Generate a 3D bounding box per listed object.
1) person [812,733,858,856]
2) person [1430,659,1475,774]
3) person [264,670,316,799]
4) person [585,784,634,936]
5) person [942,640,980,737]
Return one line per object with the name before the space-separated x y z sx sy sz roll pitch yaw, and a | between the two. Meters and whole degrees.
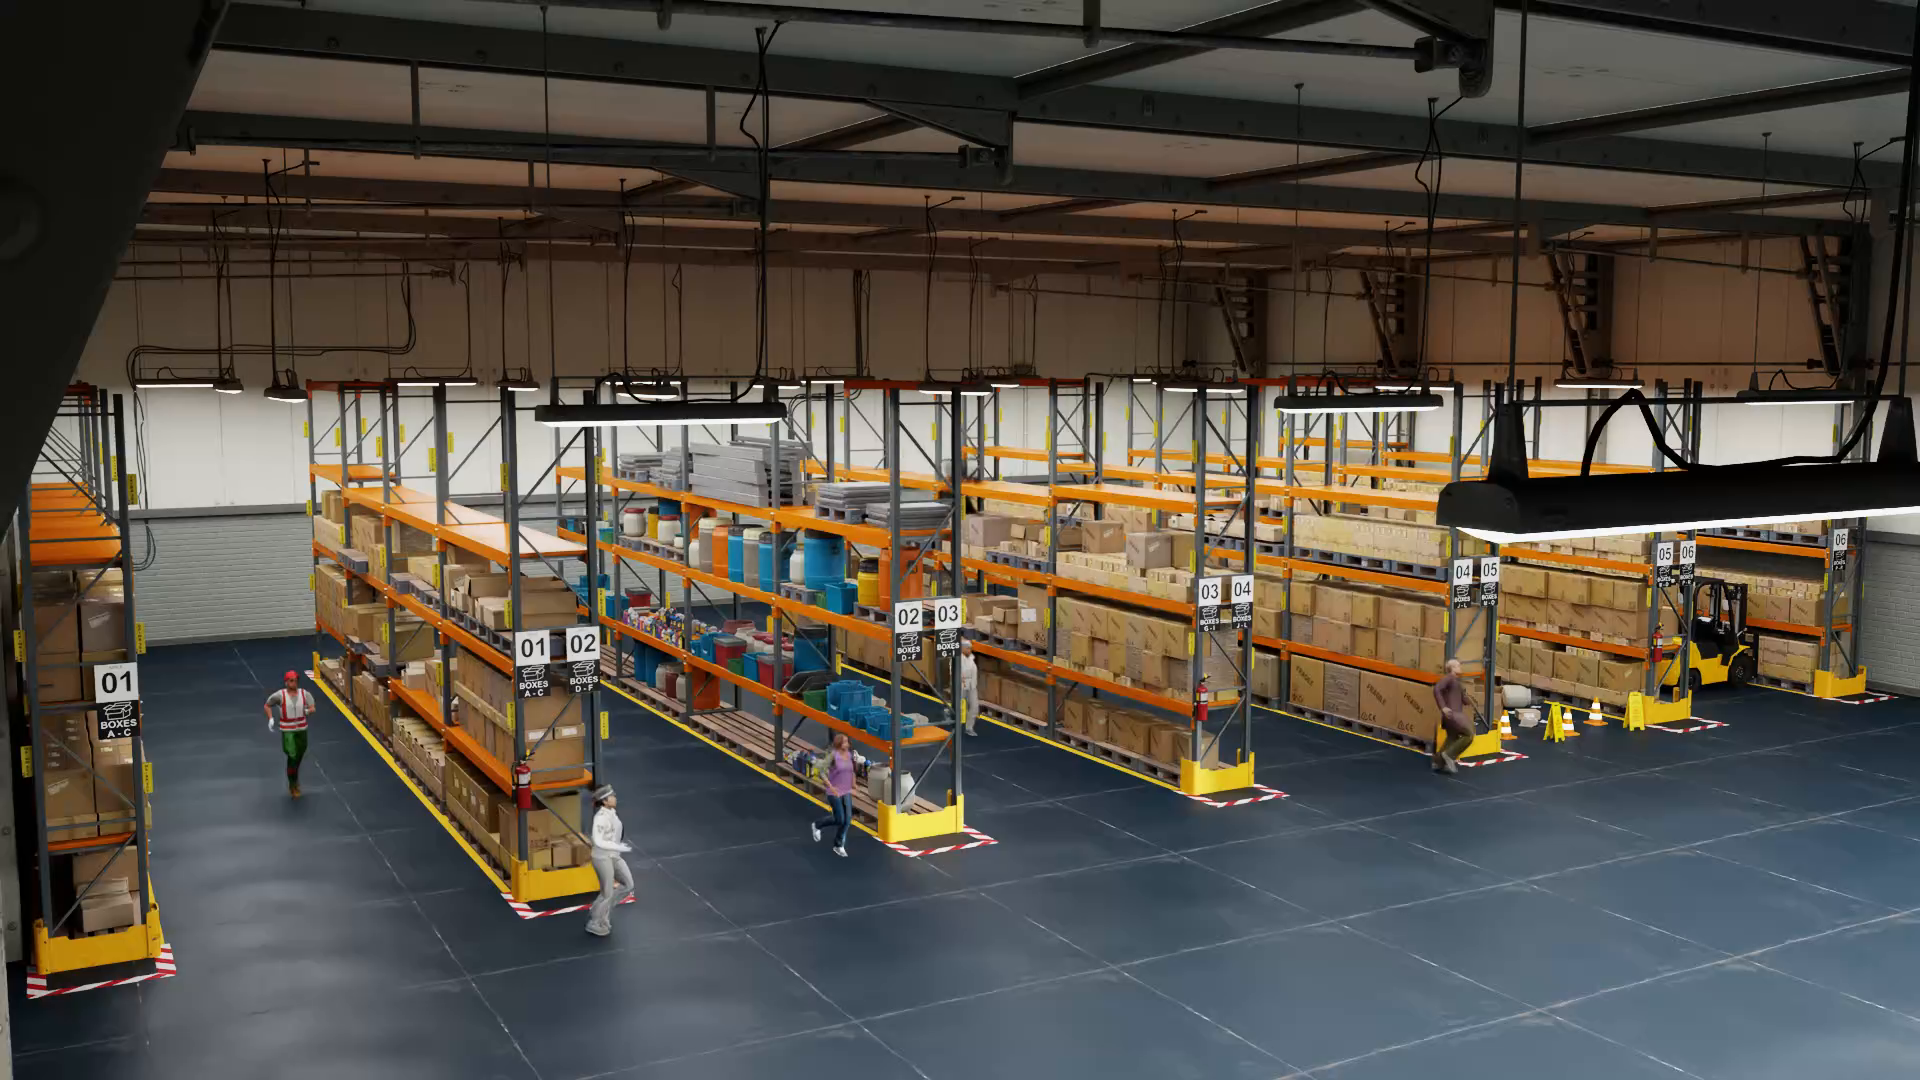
person | -1.605 3.287 21.607 0.564 1.580 0.563 5 8 40
person | 7.663 2.721 25.815 0.641 1.723 0.721 2 6 18
person | -9.820 2.836 24.477 0.646 1.846 0.793 -6 8 -43
person | -3.884 3.539 18.495 0.550 1.662 0.595 1 6 7
person | 0.042 2.509 28.432 0.597 1.634 0.754 -5 8 -38
